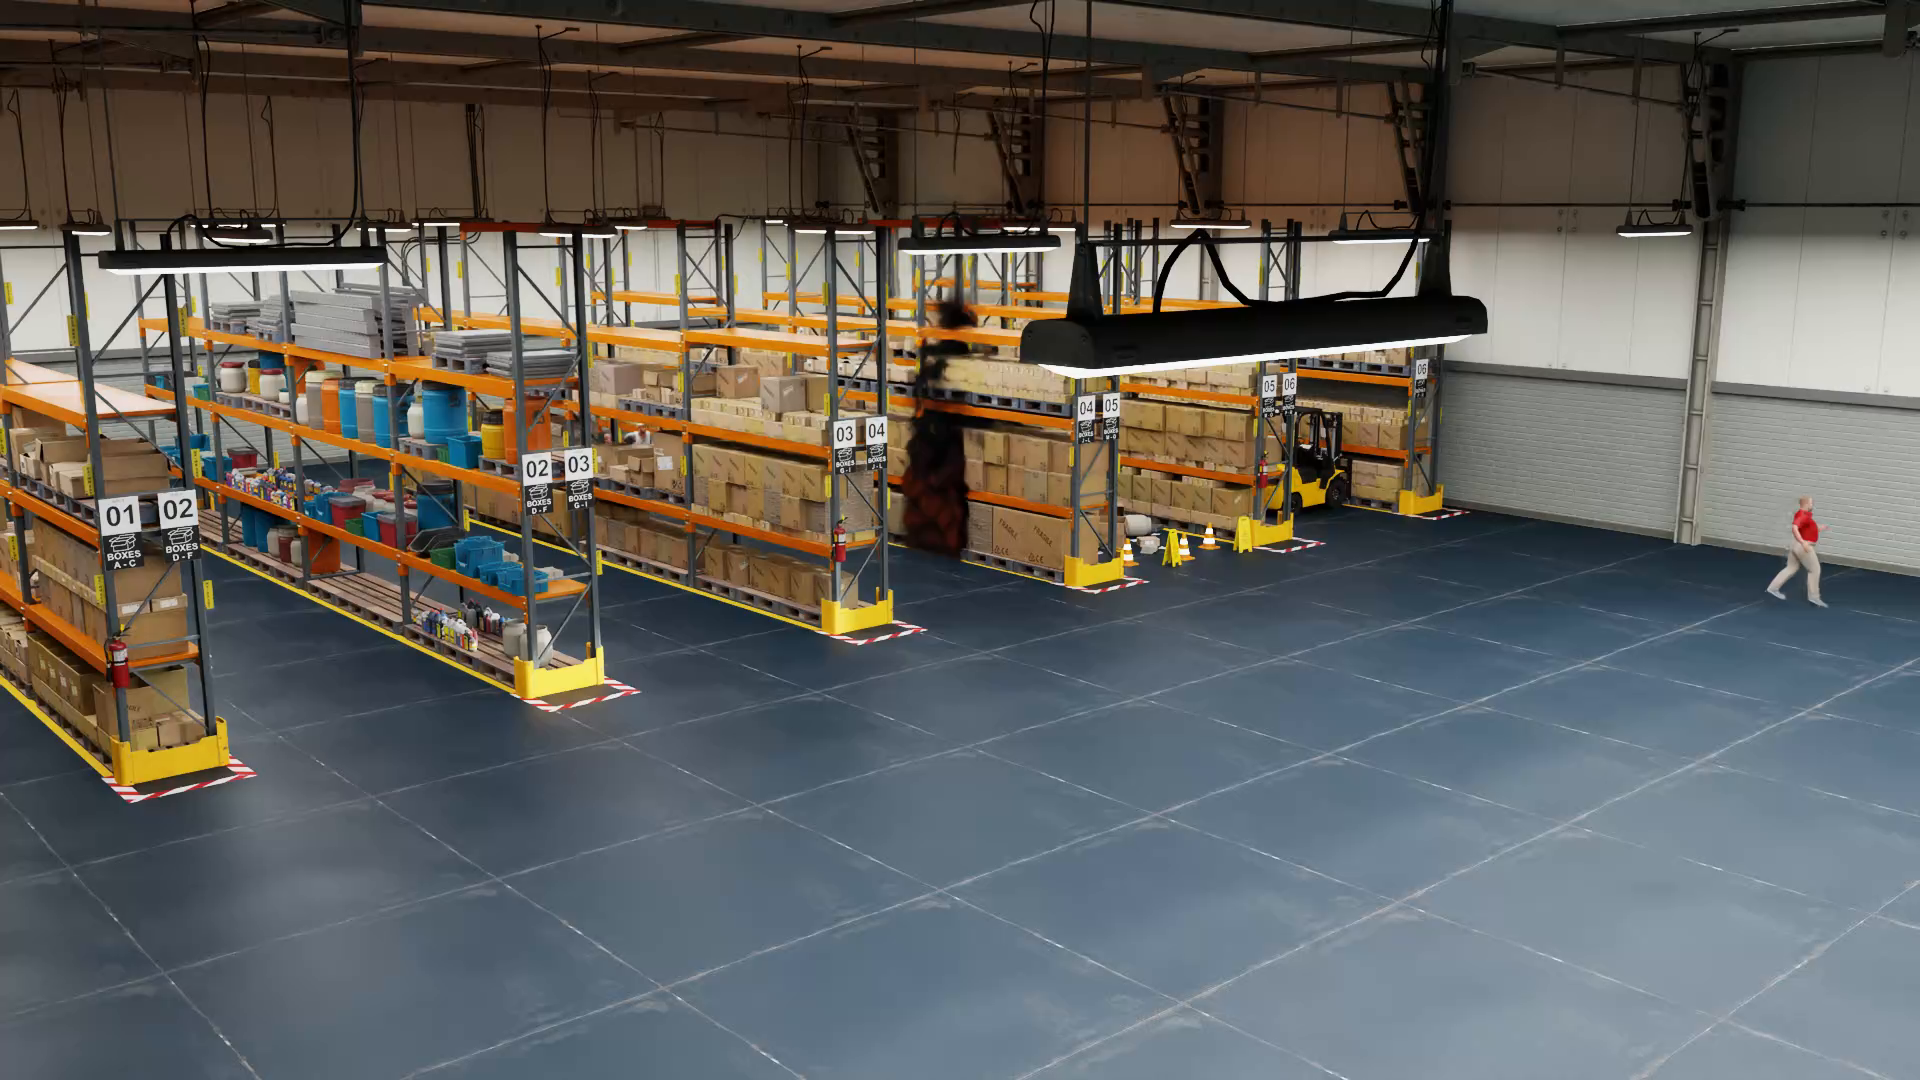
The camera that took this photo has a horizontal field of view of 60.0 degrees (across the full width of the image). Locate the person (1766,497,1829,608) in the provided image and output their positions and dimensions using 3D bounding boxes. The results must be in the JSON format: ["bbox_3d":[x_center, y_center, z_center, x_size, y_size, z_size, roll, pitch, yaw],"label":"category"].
[{"bbox_3d":[13.454,0.180,26.576,0.870,1.772,0.647,2,12,8],"label":"person"}]

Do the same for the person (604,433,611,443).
[{"bbox_3d":[-7.122,-1.329,34.165,0.641,1.725,0.658,-11,16,-43],"label":"person"}]

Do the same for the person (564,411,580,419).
[{"bbox_3d":[-9.292,-2.561,40.256,0.754,1.780,0.789,4,12,19],"label":"person"}]

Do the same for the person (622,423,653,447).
[{"bbox_3d":[-6.956,-1.730,36.006,0.659,1.786,1.103,-11,16,-44],"label":"person"}]
